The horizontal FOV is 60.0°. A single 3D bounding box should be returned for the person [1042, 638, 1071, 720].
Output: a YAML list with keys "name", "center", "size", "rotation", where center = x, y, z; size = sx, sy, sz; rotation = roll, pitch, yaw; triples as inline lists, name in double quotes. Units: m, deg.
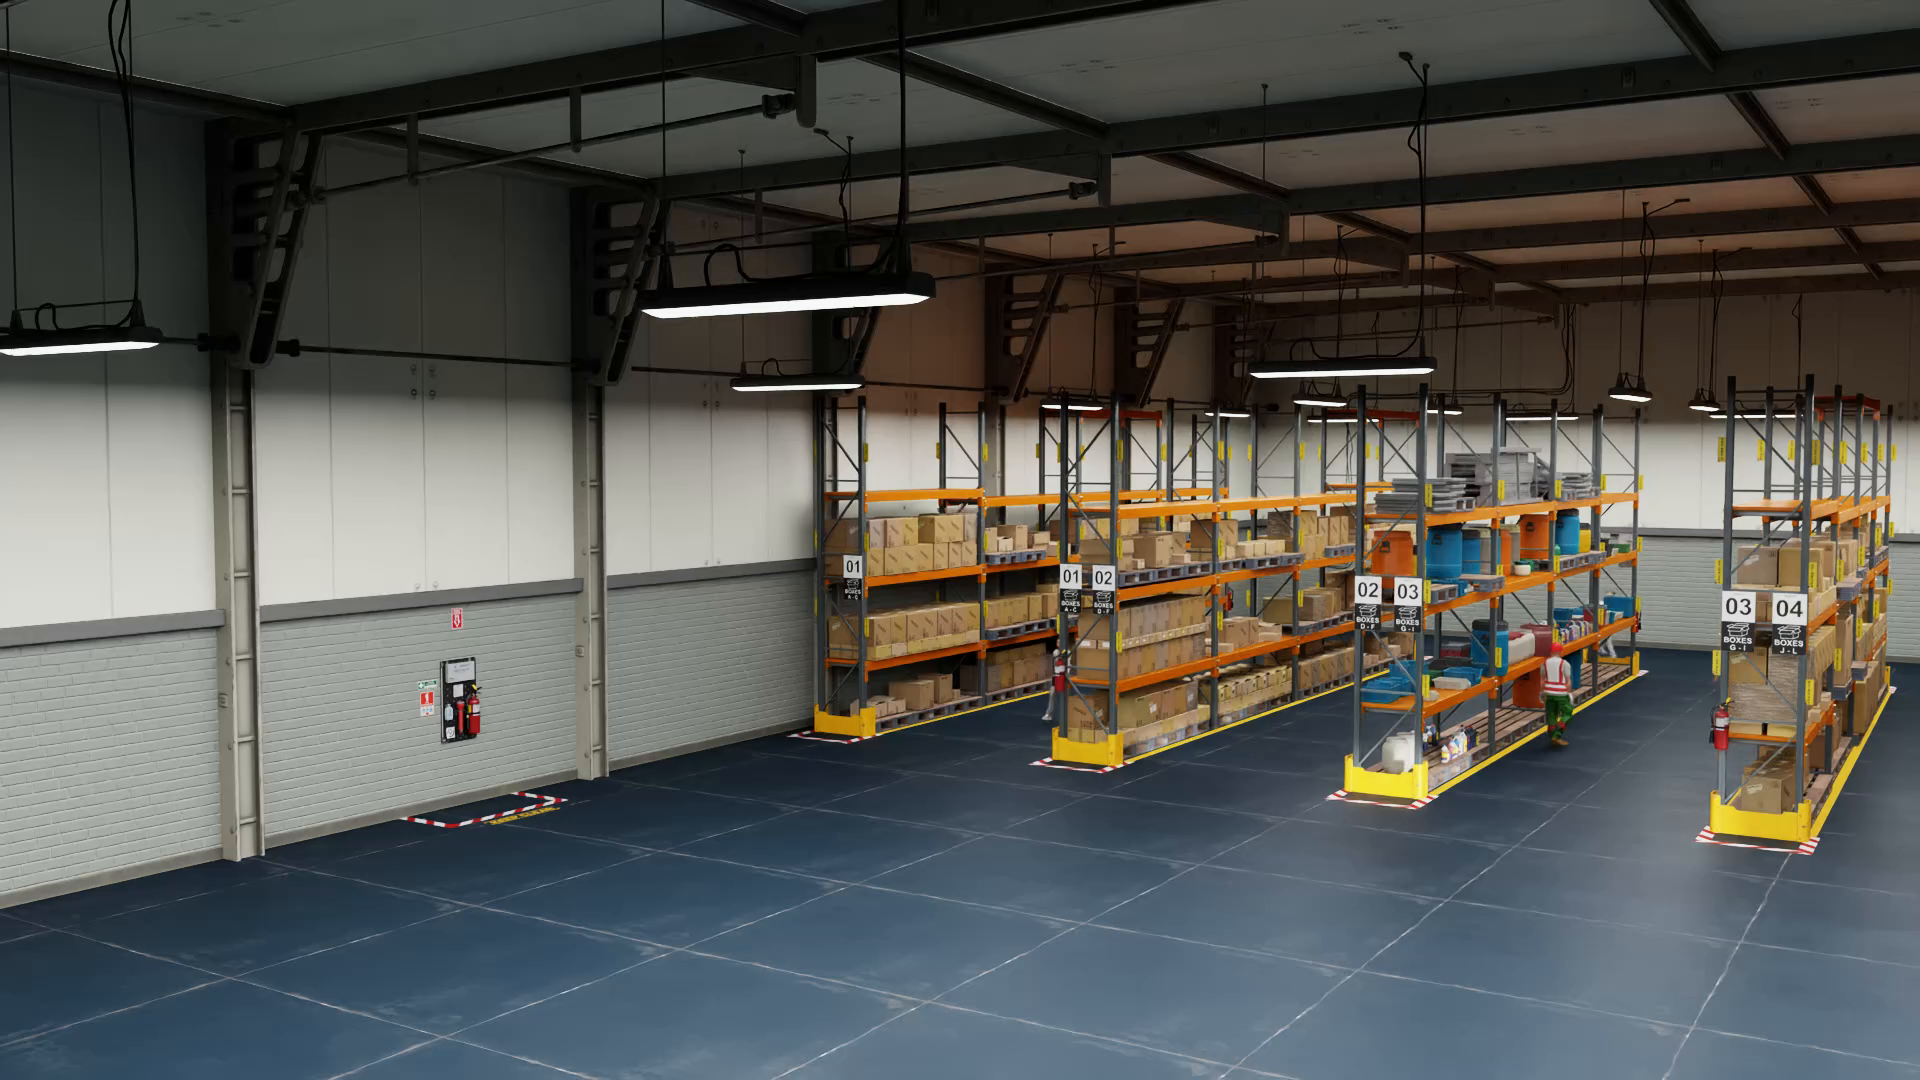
- name: "person"
  center: [1.857, 2.581, 30.960]
  size: [0.434, 1.547, 0.946]
  rotation: [2, 4, 32]

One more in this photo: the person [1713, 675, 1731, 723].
- name: "person"
  center: [14.331, 2.540, 30.924]
  size: [0.550, 1.636, 1.005]
  rotation: [2, 4, 38]

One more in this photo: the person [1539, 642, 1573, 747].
- name: "person"
  center: [10.120, 2.632, 28.262]
  size: [0.575, 1.789, 0.548]
  rotation: [3, 4, 43]

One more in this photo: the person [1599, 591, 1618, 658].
- name: "person"
  center: [15.861, 2.034, 40.553]
  size: [0.450, 1.605, 1.073]
  rotation: [0, 3, -9]
